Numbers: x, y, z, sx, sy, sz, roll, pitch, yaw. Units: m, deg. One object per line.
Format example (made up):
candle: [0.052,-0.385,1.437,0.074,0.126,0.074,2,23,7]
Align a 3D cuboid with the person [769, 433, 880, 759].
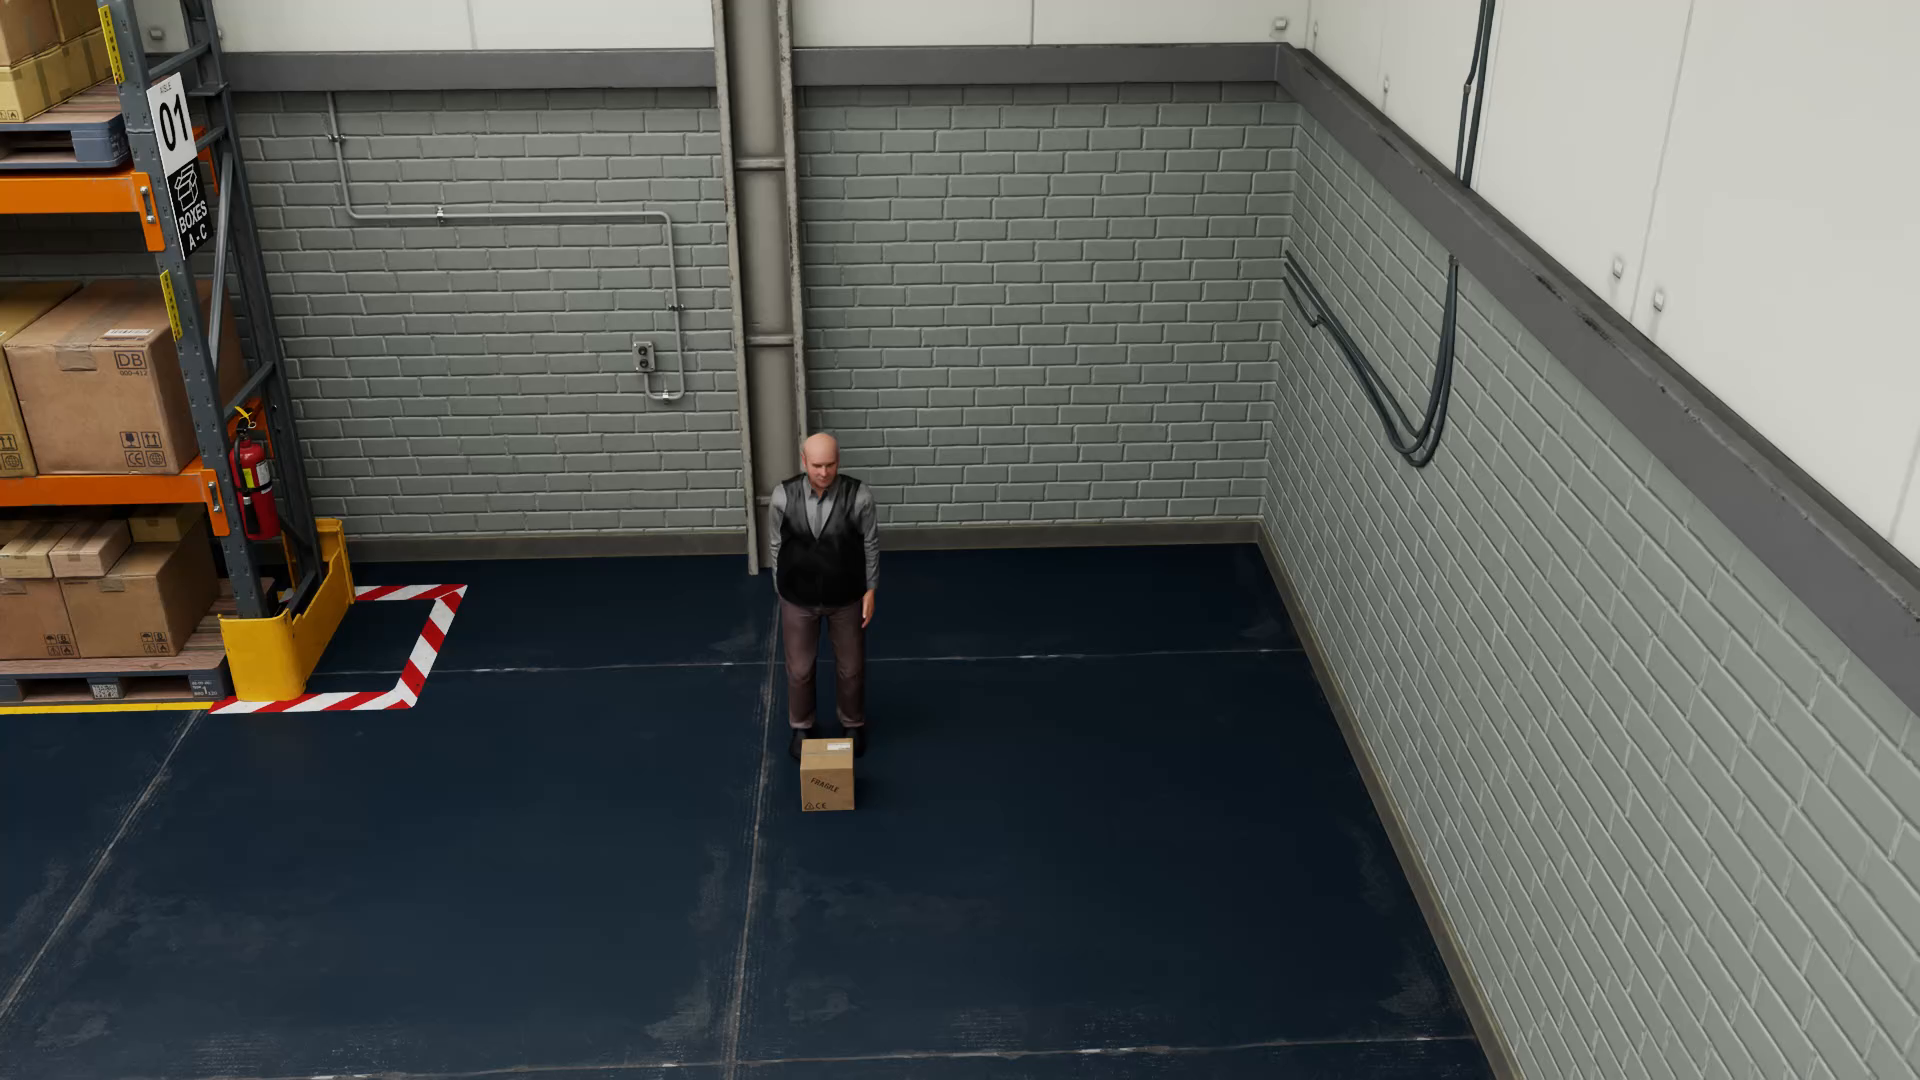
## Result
person: [-0.649,0.279,8.119,0.533,1.716,0.360,-1,27,-2]
